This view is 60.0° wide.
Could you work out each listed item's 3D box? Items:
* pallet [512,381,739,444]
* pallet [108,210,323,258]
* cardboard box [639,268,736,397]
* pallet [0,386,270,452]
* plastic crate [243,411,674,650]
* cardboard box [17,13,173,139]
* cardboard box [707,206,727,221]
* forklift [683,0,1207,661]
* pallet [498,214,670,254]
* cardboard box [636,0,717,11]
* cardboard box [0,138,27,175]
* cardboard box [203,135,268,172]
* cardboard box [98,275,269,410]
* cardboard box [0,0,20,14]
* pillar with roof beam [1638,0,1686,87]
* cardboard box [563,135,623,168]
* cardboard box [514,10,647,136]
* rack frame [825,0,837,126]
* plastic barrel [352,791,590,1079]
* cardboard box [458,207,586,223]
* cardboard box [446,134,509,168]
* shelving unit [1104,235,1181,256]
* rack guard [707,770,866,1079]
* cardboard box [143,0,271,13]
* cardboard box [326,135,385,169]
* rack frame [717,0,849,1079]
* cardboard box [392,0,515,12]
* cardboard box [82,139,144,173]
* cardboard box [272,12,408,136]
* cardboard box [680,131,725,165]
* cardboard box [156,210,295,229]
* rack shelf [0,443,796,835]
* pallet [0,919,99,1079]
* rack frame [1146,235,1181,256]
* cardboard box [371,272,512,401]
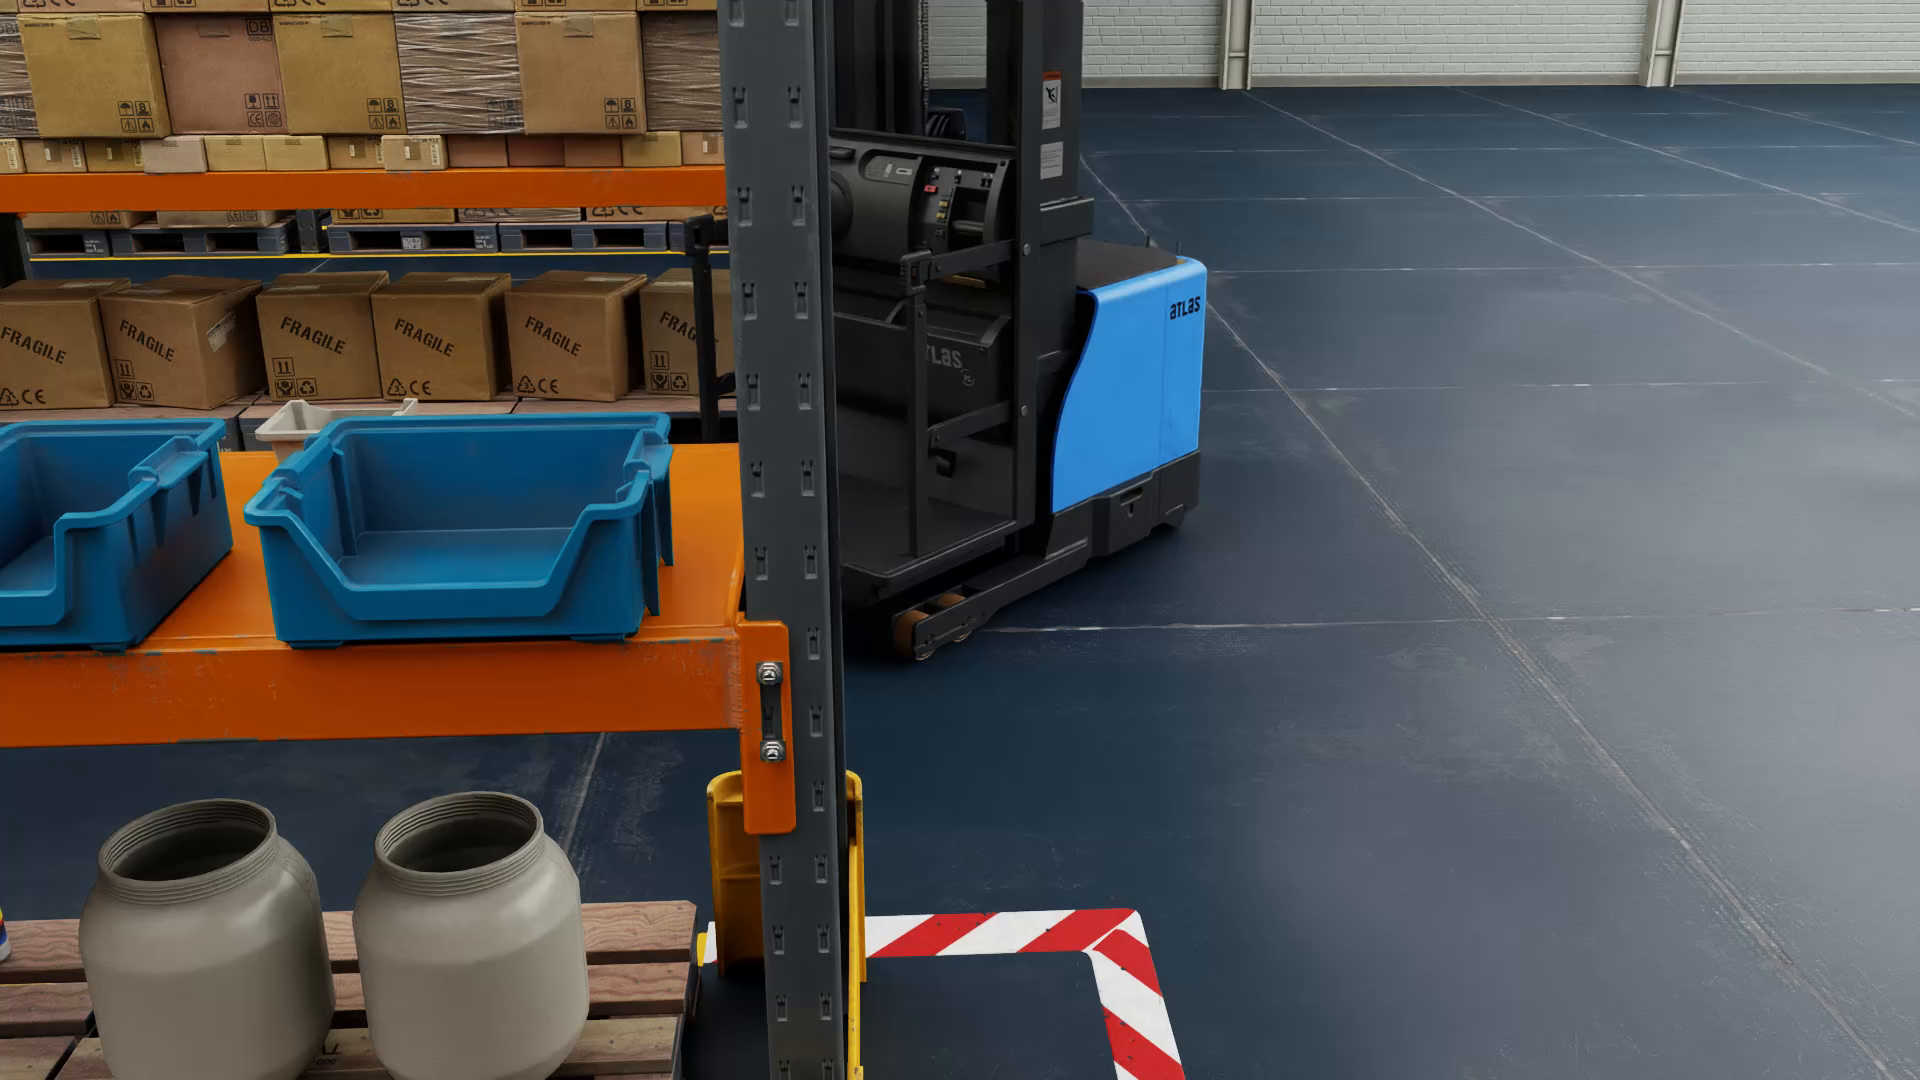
[{"bbox_3d":[-1.466,-0.667,8.077,1.213,0.211,1.003,-1,21,-3],"label":"pallet"},{"bbox_3d":[-5.519,-2.313,12.399,1.213,0.211,1.003,-1,21,-3],"label":"pallet"},{"bbox_3d":[-1.201,-0.997,7.947,0.500,0.500,0.500,3,21,7],"label":"cardboard box"},{"bbox_3d":[-3.902,-0.618,7.947,1.213,0.211,1.003,-1,21,-3],"label":"pallet"},{"bbox_3d":[-0.777,-0.030,2.694,0.616,0.251,0.499,-1,21,-3],"label":"plastic crate"},{"bbox_3d":[-3.617,-2.065,7.271,0.500,0.500,0.875,-1,21,-3],"label":"cardboard box"},{"bbox_3d":[-1.433,-2.906,12.434,0.875,0.875,0.875,-1,21,-3],"label":"cardboard box"},{"bbox_3d":[-0.348,-1.167,5.566,1.130,2.935,3.031,16,26,37],"label":"forklift"},{"bbox_3d":[-2.768,-2.369,12.546,1.213,0.211,1.003,-1,21,-3],"label":"pallet"},{"bbox_3d":[-1.112,-2.530,7.086,0.500,0.500,0.500,-1,21,-3],"label":"cardboard box"},{"bbox_3d":[-4.088,-1.675,7.158,0.250,0.149,0.380,-1,21,-3],"label":"cardboard box"},{"bbox_3d":[-3.092,-1.709,7.247,0.250,0.149,0.380,-1,21,-3],"label":"cardboard box"},{"bbox_3d":[-3.598,-0.931,7.773,0.500,0.500,0.500,5,22,14],"label":"cardboard box"},{"bbox_3d":[-4.107,-2.466,6.920,0.500,0.500,0.500,-1,21,-3],"label":"cardboard box"},{"bbox_3d":[10.050,-9.084,17.832,0.400,9.000,9.100,-1,21,-3],"label":"pillar with roof beam"},{"bbox_3d":[-1.597,-1.752,7.359,0.250,0.149,0.380,-1,21,-3],"label":"cardboard box"},{"bbox_3d":[-1.620,-2.107,7.382,0.500,0.500,0.875,-1,21,-3],"label":"cardboard box"},{"bbox_3d":[-0.577,-1.976,7.595,0.127,3.000,1.000,-1,21,-3],"label":"rack frame"},{"bbox_3d":[-0.947,0.791,3.235,0.421,0.512,0.421,0,21,0],"label":"plastic barrel"},{"bbox_3d":[-3.221,-2.869,12.338,0.875,0.875,0.875,-1,21,-3],"label":"cardboard box"},{"bbox_3d":[-2.097,-1.748,7.350,0.250,0.149,0.380,-1,21,-3],"label":"cardboard box"},{"bbox_3d":[0.741,-0.755,7.113,0.252,1.050,0.215,-12,24,-36],"label":"shelving unit"},{"bbox_3d":[-0.368,0.970,3.370,0.348,0.500,1.175,-1,21,-3],"label":"rack guard"},{"bbox_3d":[-3.108,-2.487,6.974,0.500,0.500,0.500,-1,21,-3],"label":"cardboard box"},{"bbox_3d":[-2.595,-1.731,7.305,0.250,0.149,0.380,-1,21,-3],"label":"cardboard box"},{"bbox_3d":[-0.294,-0.216,2.974,0.127,3.000,1.000,-1,21,-3],"label":"rack frame"},{"bbox_3d":[-2.110,-2.508,7.030,0.500,0.500,0.500,-1,21,-3],"label":"cardboard box"},{"bbox_3d":[-3.591,-1.699,7.220,0.250,0.149,0.380,-1,21,-3],"label":"cardboard box"},{"bbox_3d":[-2.622,-2.107,7.380,0.500,0.500,0.875,-1,21,-3],"label":"cardboard box"},{"bbox_3d":[-1.099,-1.774,7.419,0.250,0.149,0.380,-1,21,-3],"label":"cardboard box"},{"bbox_3d":[-5.367,-2.759,12.223,0.750,0.750,1.050,-1,21,-3],"label":"cardboard box"},{"bbox_3d":[-2.291,0.160,2.995,4.000,0.370,1.077,-1,21,-3],"label":"rack shelf"},{"bbox_3d":[-2.394,1.143,3.321,1.213,0.211,1.003,-1,21,-3],"label":"pallet"},{"bbox_3d":[0.838,-0.776,7.185,0.008,1.050,0.200,-12,24,-36],"label":"rack frame"},{"bbox_3d":[-2.422,-0.967,7.868,0.500,0.500,0.500,1,21,2],"label":"cardboard box"}]
